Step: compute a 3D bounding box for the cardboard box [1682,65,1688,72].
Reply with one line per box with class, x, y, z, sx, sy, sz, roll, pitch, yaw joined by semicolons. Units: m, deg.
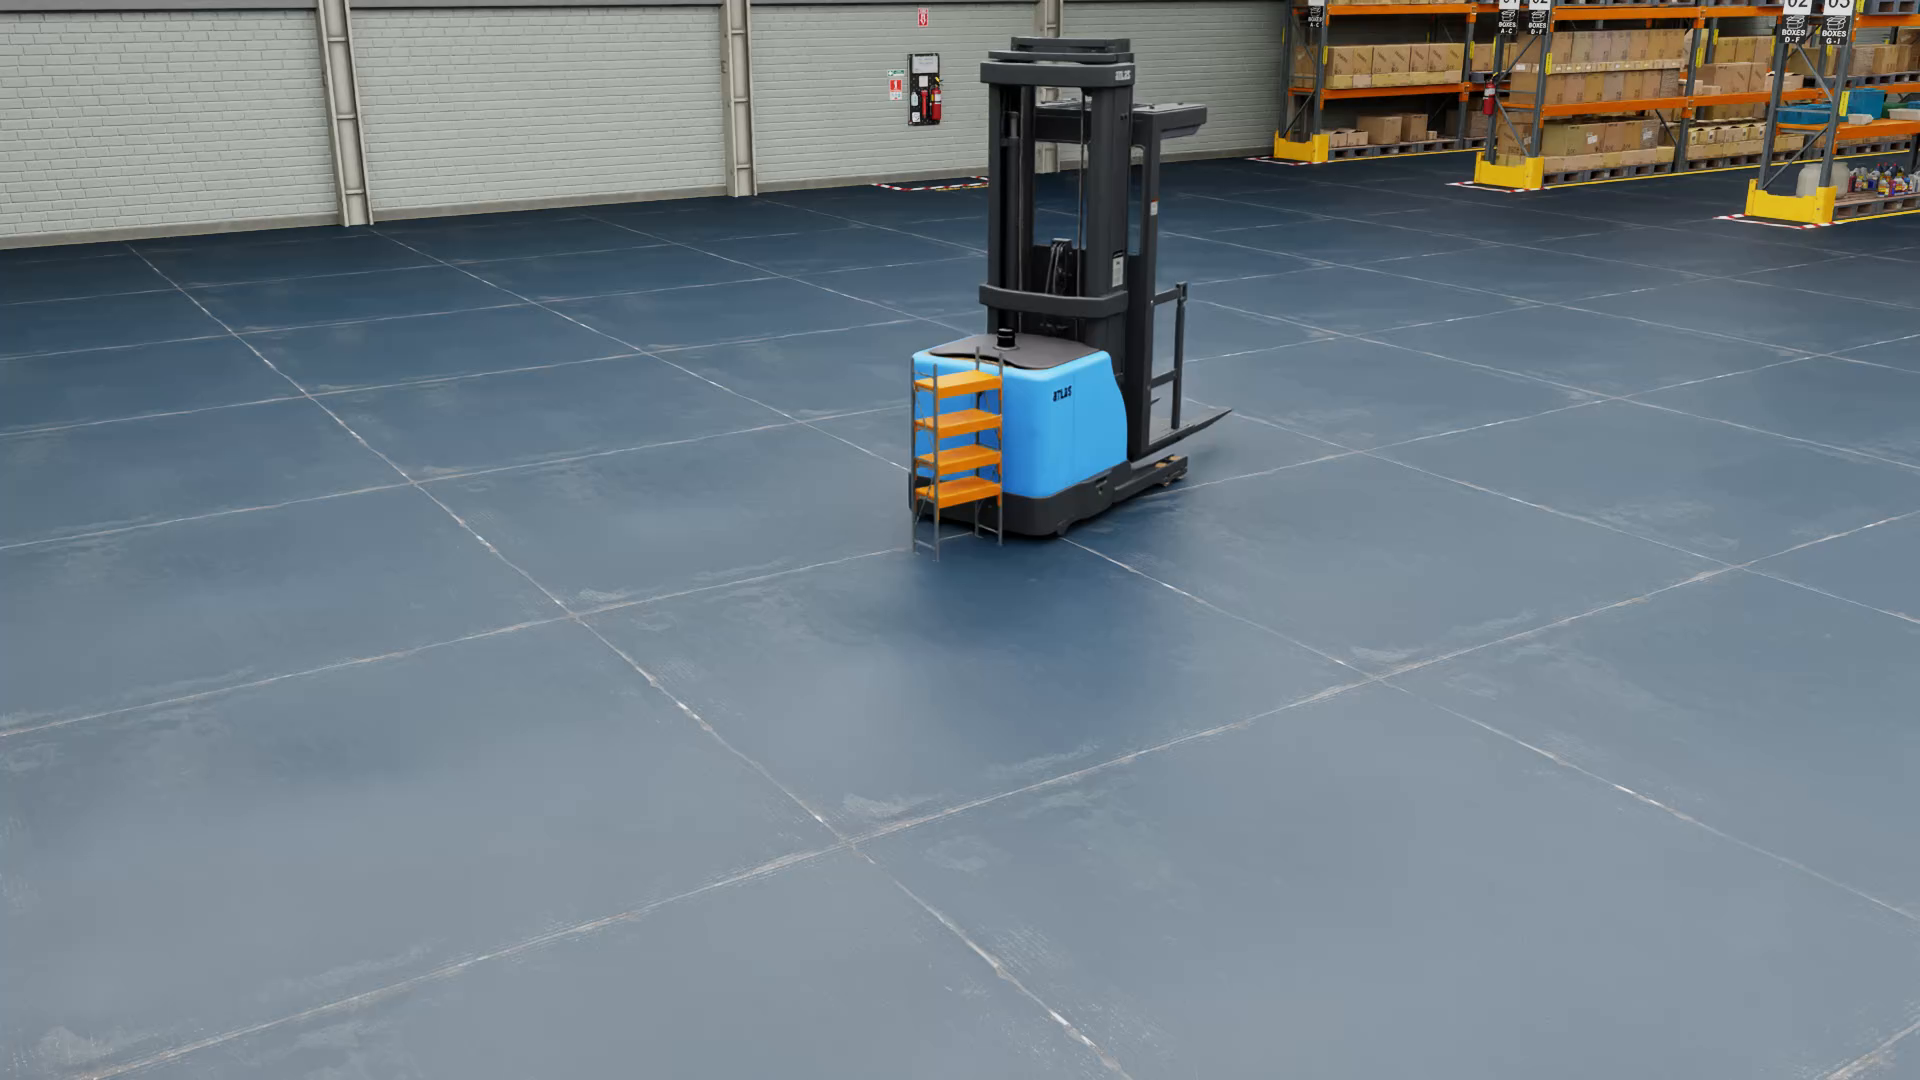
cardboard box;15.893;-10.467;36.882;0.250;0.149;0.380;-11;22;-30

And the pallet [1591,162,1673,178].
pallet;11.817;-6.612;29.474;1.213;0.211;1.003;-12;22;-31

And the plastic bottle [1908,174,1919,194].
plastic bottle;14.278;-5.346;24.940;0.135;0.276;0.152;-11;22;-30

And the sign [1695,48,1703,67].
sign;12.811;-8.362;28.819;0.005;0.325;0.100;-12;22;-31

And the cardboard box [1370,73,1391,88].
cardboard box;7.873;-8.805;31.809;0.500;0.250;0.500;-12;22;-32

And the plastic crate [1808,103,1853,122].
plastic crate;12.684;-6.243;24.259;0.408;0.251;0.499;-12;22;-31

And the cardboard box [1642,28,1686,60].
cardboard box;12.137;-8.644;28.949;0.500;0.500;0.700;-12;22;-31

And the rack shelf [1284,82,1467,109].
rack shelf;8.107;-8.694;32.399;4.000;0.370;1.077;-12;22;-31

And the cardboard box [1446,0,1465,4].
cardboard box;9.489;-10.709;32.367;0.500;0.500;0.500;-11;22;-30

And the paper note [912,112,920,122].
paper note;-0.737;-7.125;28.011;0.142;0.148;0.016;-12;22;-31

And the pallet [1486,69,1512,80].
pallet;11.487;-9.641;34.377;1.213;0.211;1.003;-12;22;-31

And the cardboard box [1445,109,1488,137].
cardboard box;10.383;-8.545;34.053;0.500;0.500;0.700;-11;22;-30

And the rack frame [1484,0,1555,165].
rack frame;9.164;-7.358;27.325;0.127;3.000;1.000;-12;22;-31

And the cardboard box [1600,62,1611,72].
cardboard box;10.684;-7.951;27.912;0.250;0.149;0.380;-12;22;-32

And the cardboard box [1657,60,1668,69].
cardboard box;11.970;-8.222;28.712;0.250;0.149;0.380;-13;22;-33

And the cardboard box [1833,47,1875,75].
cardboard box;17.178;-9.264;32.152;0.500;0.500;0.700;-8;20;-21

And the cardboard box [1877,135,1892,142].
cardboard box;18.095;-8.159;32.911;0.500;0.500;0.500;-12;22;-31

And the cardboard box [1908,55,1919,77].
cardboard box;19.462;-9.675;34.024;0.500;0.500;0.500;-11;22;-31

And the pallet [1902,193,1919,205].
pallet;14.642;-5.309;25.618;1.213;0.211;1.003;-12;22;-31

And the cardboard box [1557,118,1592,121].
cardboard box;10.693;-7.051;28.885;0.500;0.500;0.500;-12;22;-31

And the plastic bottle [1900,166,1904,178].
plastic bottle;14.718;-5.714;26.035;0.097;0.271;0.097;0;19;0

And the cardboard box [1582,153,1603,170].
cardboard box;10.567;-6.466;28.325;0.500;0.250;0.500;-12;22;-31

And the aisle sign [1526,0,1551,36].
aisle sign;9.277;-8.496;26.632;0.004;0.787;0.394;-12;22;-31

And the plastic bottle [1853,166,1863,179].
plastic bottle;13.655;-5.518;25.333;0.185;0.351;0.144;-11;22;-29

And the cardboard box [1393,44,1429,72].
cardboard box;8.712;-9.339;32.218;0.500;0.500;0.500;-13;22;-33

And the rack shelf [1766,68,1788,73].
rack shelf;18.129;-10.807;38.652;4.000;0.370;1.077;-12;22;-31

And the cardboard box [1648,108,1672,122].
cardboard box;15.246;-9.670;36.864;0.750;0.750;0.750;-11;22;-30

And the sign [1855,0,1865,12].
sign;12.184;-7.309;22.485;0.005;0.325;0.100;-12;22;-31

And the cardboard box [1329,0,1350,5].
cardboard box;6.853;-10.152;30.719;0.500;0.500;0.500;-11;22;-30

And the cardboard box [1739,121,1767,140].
cardboard box;14.690;-7.589;30.772;0.500;0.311;0.500;-12;22;-32

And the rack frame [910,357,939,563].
rack frame;-0.208;-0.461;9.736;0.015;1.200;0.240;-14;23;-36

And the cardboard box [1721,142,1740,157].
cardboard box;13.836;-7.145;30.334;0.500;0.250;0.500;-13;22;-33

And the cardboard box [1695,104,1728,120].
cardboard box;17.139;-9.915;38.136;0.500;0.500;0.700;-12;22;-31

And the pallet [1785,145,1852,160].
pallet;16.490;-7.567;32.299;1.213;0.211;1.003;-12;22;-31

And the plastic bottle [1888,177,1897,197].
plastic bottle;13.770;-5.225;24.570;0.133;0.283;0.061;-11;22;-31

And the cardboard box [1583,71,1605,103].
cardboard box;10.415;-7.664;28.074;0.500;0.500;0.700;-12;22;-31

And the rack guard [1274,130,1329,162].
rack guard;6.500;-7.511;31.682;0.348;0.500;1.175;-12;22;-31

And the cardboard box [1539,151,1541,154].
cardboard box;9.860;-6.519;28.481;0.500;0.250;0.500;-12;22;-31

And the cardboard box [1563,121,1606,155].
cardboard box;10.561;-6.824;28.214;0.500;0.500;0.500;-12;22;-31

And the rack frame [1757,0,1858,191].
rack frame;11.885;-6.032;23.404;0.127;3.000;1.000;-12;22;-31

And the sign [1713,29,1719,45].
sign;16.765;-11.163;36.897;0.005;0.325;0.100;-12;22;-31

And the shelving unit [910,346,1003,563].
shelving unit;-0.017;-0.510;9.880;0.503;1.200;0.258;-14;23;-36

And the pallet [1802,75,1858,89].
pallet;16.373;-8.814;31.932;1.003;0.211;1.213;-12;22;-31

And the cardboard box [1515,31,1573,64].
cardboard box;9.605;-8.108;27.362;0.500;0.500;0.700;-12;22;-31

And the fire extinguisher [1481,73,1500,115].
fire extinguisher;8.810;-7.425;27.643;0.183;0.674;0.296;-12;22;-31

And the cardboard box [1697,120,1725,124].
cardboard box;13.956;-7.640;30.923;0.500;0.311;0.500;-12;22;-32

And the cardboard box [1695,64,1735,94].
cardboard box;13.595;-8.333;30.055;0.500;0.500;0.500;-10;21;-28

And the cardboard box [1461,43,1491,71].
cardboard box;10.221;-9.723;33.478;0.500;0.500;0.700;-12;22;-31

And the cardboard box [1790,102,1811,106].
cardboard box;16.542;-8.385;32.408;0.500;0.250;0.500;-11;22;-29

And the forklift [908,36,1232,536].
forklift;0.917;-1.827;11.072;1.130;2.935;3.031;12;22;32

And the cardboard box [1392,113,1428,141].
cardboard box;8.932;-8.217;33.084;0.500;0.500;0.500;-14;23;-35

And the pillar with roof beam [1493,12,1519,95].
pillar with roof beam;13.924;-11.784;31.051;0.400;9.000;9.100;-12;22;-31

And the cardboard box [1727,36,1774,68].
cardboard box;18.135;-11.287;38.479;0.700;0.700;0.980;-13;23;-34
